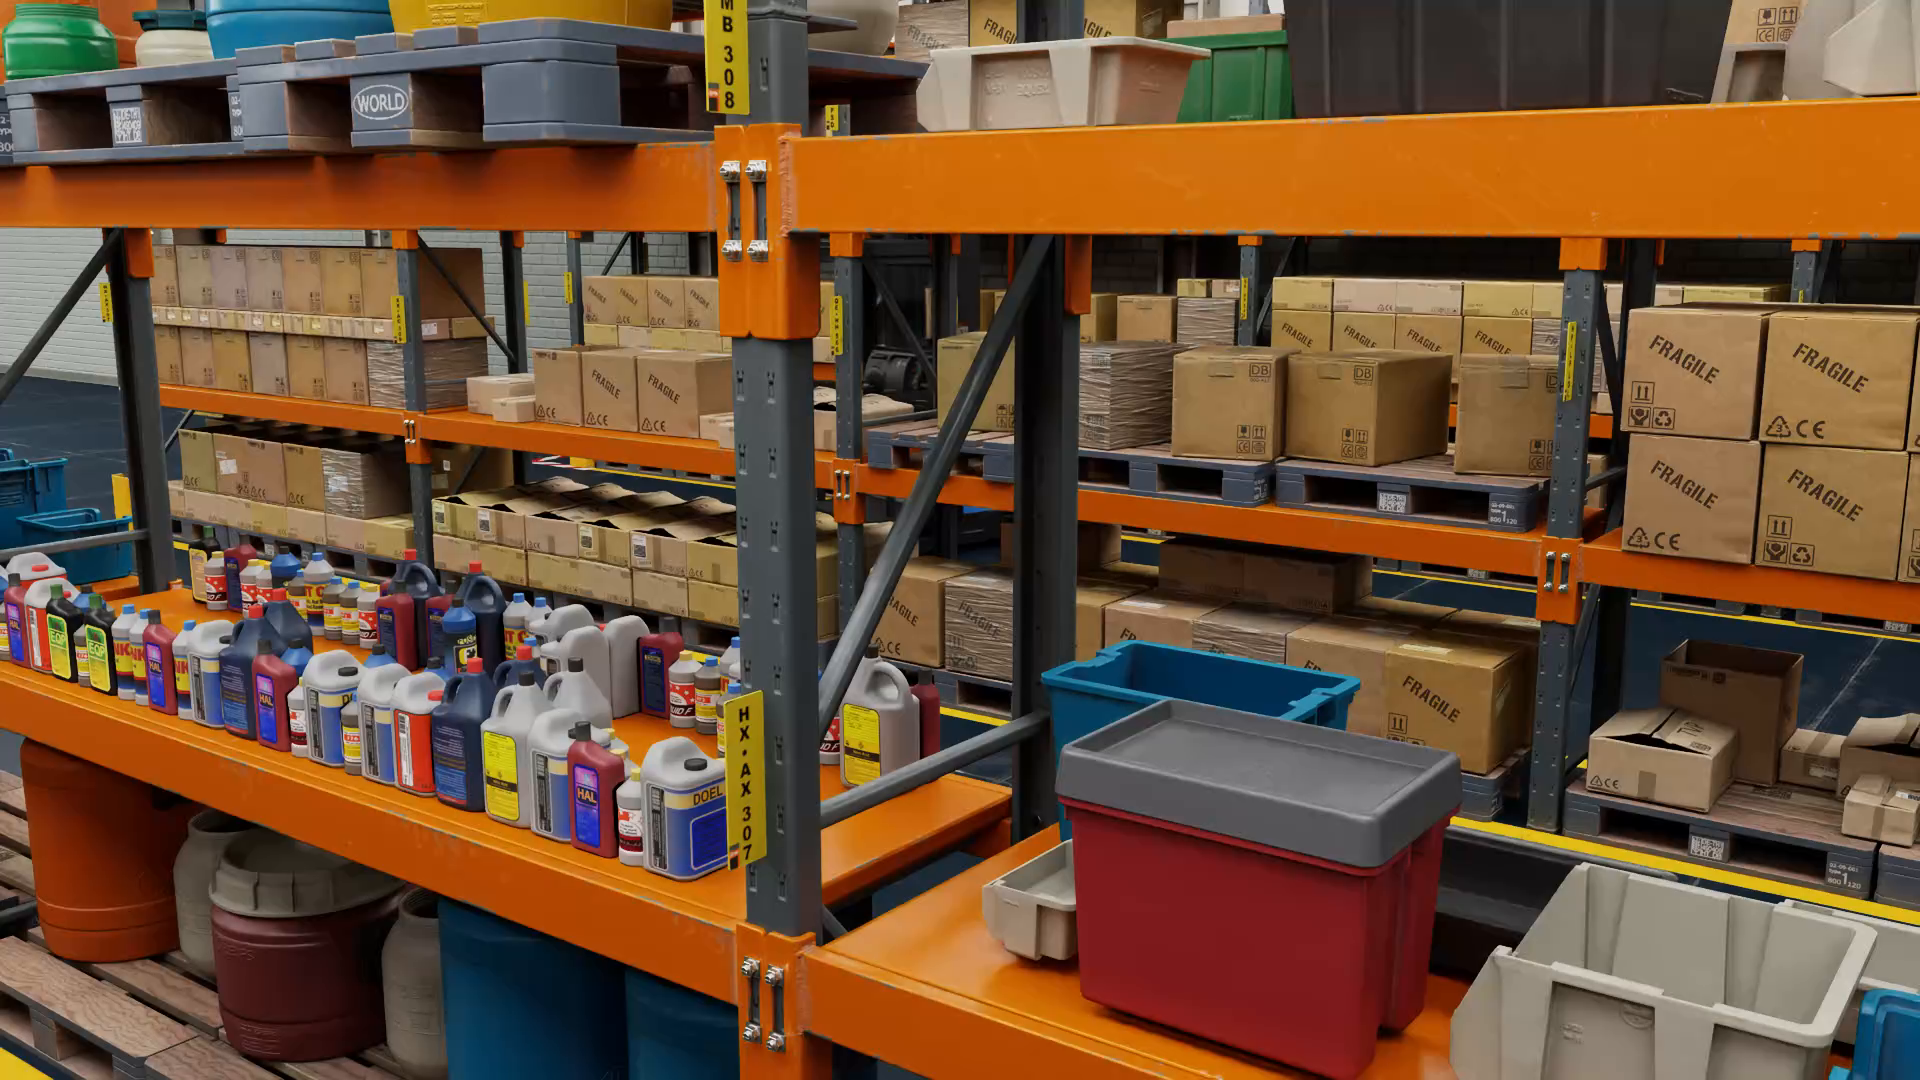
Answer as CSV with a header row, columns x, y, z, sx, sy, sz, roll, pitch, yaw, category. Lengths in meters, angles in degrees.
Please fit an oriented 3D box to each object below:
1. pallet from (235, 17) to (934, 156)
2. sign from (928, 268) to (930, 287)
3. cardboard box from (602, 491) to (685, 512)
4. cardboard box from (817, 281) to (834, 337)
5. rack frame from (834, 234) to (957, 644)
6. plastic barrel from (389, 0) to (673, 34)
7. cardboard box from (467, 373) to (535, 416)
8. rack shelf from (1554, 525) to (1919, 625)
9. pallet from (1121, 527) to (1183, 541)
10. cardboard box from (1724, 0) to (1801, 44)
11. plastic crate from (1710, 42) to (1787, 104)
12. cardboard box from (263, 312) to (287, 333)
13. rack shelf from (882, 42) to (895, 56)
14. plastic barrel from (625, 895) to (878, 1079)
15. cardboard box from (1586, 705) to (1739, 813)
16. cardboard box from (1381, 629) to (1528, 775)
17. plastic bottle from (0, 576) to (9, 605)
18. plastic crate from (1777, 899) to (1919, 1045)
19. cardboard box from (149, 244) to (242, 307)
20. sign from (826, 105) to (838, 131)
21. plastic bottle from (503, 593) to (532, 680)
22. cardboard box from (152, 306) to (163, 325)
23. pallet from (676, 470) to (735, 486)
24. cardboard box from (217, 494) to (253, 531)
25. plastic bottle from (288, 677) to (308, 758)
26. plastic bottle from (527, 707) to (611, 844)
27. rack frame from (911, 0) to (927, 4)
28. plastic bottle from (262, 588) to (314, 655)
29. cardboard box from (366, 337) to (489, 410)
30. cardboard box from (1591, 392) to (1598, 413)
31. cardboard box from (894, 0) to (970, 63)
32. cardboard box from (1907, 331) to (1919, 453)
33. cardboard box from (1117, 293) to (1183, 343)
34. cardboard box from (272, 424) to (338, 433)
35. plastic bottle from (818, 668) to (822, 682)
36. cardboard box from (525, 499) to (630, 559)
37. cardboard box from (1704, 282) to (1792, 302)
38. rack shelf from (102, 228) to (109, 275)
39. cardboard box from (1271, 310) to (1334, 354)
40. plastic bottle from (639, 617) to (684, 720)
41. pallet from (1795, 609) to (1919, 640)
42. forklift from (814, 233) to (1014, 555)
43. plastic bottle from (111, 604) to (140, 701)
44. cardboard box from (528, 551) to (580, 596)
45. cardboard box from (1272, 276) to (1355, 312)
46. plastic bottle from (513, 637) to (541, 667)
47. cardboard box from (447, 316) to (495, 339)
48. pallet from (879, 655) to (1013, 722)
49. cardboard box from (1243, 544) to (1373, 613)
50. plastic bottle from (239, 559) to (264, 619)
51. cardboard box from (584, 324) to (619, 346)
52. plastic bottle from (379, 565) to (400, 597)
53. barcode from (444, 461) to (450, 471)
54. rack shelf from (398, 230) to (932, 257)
x,y,z,sx,sy,sz,roll,pitch,yaw,category
-0.761,-0.954,3.663,1.003,0.211,1.213,8,13,36,pallet
-0.330,-2.571,16.372,0.005,0.325,0.100,8,13,36,sign
-2.265,-0.174,11.689,0.500,0.311,0.500,8,13,35,cardboard box
-1.220,-2.227,16.012,0.500,0.500,0.500,8,13,35,cardboard box
-0.361,-0.708,9.794,0.127,3.000,1.000,8,13,36,rack frame
-0.927,-1.344,3.579,0.600,0.588,0.600,0,11,0,plastic barrel
-3.162,-1.036,11.882,0.500,0.250,0.500,9,14,39,cardboard box
4.475,0.319,6.376,4.000,0.370,1.077,8,13,36,rack shelf
1.940,-0.186,14.437,1.213,0.211,1.003,8,13,36,pallet
3.278,-2.223,6.828,0.500,0.500,0.700,8,13,36,cardboard box
1.179,-0.759,2.854,0.466,0.136,0.293,8,13,36,plastic crate
-5.169,-1.696,12.927,0.250,0.149,0.380,8,14,37,cardboard box
-2.267,-4.732,16.702,4.000,0.370,1.077,8,13,36,rack shelf
-0.500,1.259,4.041,0.708,0.901,0.600,8,13,36,plastic barrel
3.074,0.926,7.268,0.500,0.311,0.500,8,13,36,cardboard box
2.296,0.741,7.725,0.500,0.500,0.500,8,13,35,cardboard box
-3.061,0.228,5.293,0.097,0.271,0.097,0,11,0,plastic bottle
1.510,0.749,2.797,0.466,0.136,0.293,8,13,36,plastic crate
-6.397,-2.233,13.998,0.500,0.500,0.700,8,14,36,cardboard box
-0.696,-2.390,9.018,0.005,0.325,0.100,8,13,36,sign
-1.308,0.294,4.953,0.097,0.271,0.097,0,11,0,plastic bottle
-6.620,-1.898,13.974,0.250,0.149,0.380,8,13,35,cardboard box
-2.205,-0.755,17.377,1.213,0.211,1.003,8,13,36,pallet
-5.700,-0.258,13.598,0.500,0.250,0.500,8,13,36,cardboard box
-1.686,0.454,4.308,0.097,0.201,0.097,0,11,0,plastic bottle
-0.875,0.524,3.749,0.135,0.276,0.152,8,13,36,plastic bottle
-0.655,-4.862,15.471,0.127,3.000,1.000,8,13,36,rack frame
-1.912,0.308,4.671,0.185,0.351,0.144,8,13,36,plastic bottle
-3.946,-1.256,12.362,0.500,0.500,0.700,8,13,34,cardboard box
4.548,-1.018,12.002,0.250,0.149,0.380,8,14,36,cardboard box
-0.013,-2.671,9.146,0.500,0.500,0.500,8,13,36,cardboard box
3.907,-0.587,6.270,0.500,0.500,0.500,7,13,34,cardboard box
1.717,-1.842,14.234,0.500,0.500,0.700,6,13,30,cardboard box
-5.386,-0.707,13.948,0.500,0.500,0.500,8,13,36,cardboard box
-0.404,0.420,4.302,0.097,0.271,0.097,0,11,0,plastic bottle
-2.581,-0.090,11.255,0.500,0.311,0.500,7,13,34,cardboard box
5.576,-1.682,11.755,0.500,0.250,0.500,8,14,37,cardboard box
-4.908,-1.295,6.822,4.000,0.370,1.077,8,13,36,rack shelf
2.809,-1.578,13.192,0.500,0.500,0.500,8,14,37,cardboard box
-0.830,0.350,4.630,0.133,0.283,0.061,8,13,36,plastic bottle
6.359,0.449,11.153,1.213,0.211,1.003,8,13,36,pallet
-0.642,-1.369,13.390,3.031,2.935,1.130,-8,14,-37,forklift
-2.394,0.321,4.812,0.097,0.271,0.097,0,11,0,plastic bottle
-2.576,0.184,11.313,0.500,0.250,0.500,7,13,34,cardboard box
2.805,-1.947,13.121,0.500,0.250,0.500,8,14,37,cardboard box
-1.211,0.377,4.705,0.097,0.201,0.097,0,11,0,plastic bottle
-3.687,-1.586,12.357,0.250,0.149,0.380,8,13,35,cardboard box
0.219,0.750,9.595,1.213,0.211,1.003,8,13,36,pallet
1.812,0.180,8.649,0.500,0.250,0.500,8,14,36,cardboard box
-2.449,0.169,5.782,0.097,0.201,0.097,0,11,0,plastic bottle
-3.674,-2.199,17.843,0.500,0.250,0.500,7,13,34,cardboard box
-1.796,0.215,5.326,0.133,0.283,0.061,8,13,36,plastic bottle
-3.625,-0.526,11.745,0.075,0.075,0.001,8,13,36,barcode
-1.973,-2.053,10.740,4.000,0.370,1.077,8,13,36,rack shelf
